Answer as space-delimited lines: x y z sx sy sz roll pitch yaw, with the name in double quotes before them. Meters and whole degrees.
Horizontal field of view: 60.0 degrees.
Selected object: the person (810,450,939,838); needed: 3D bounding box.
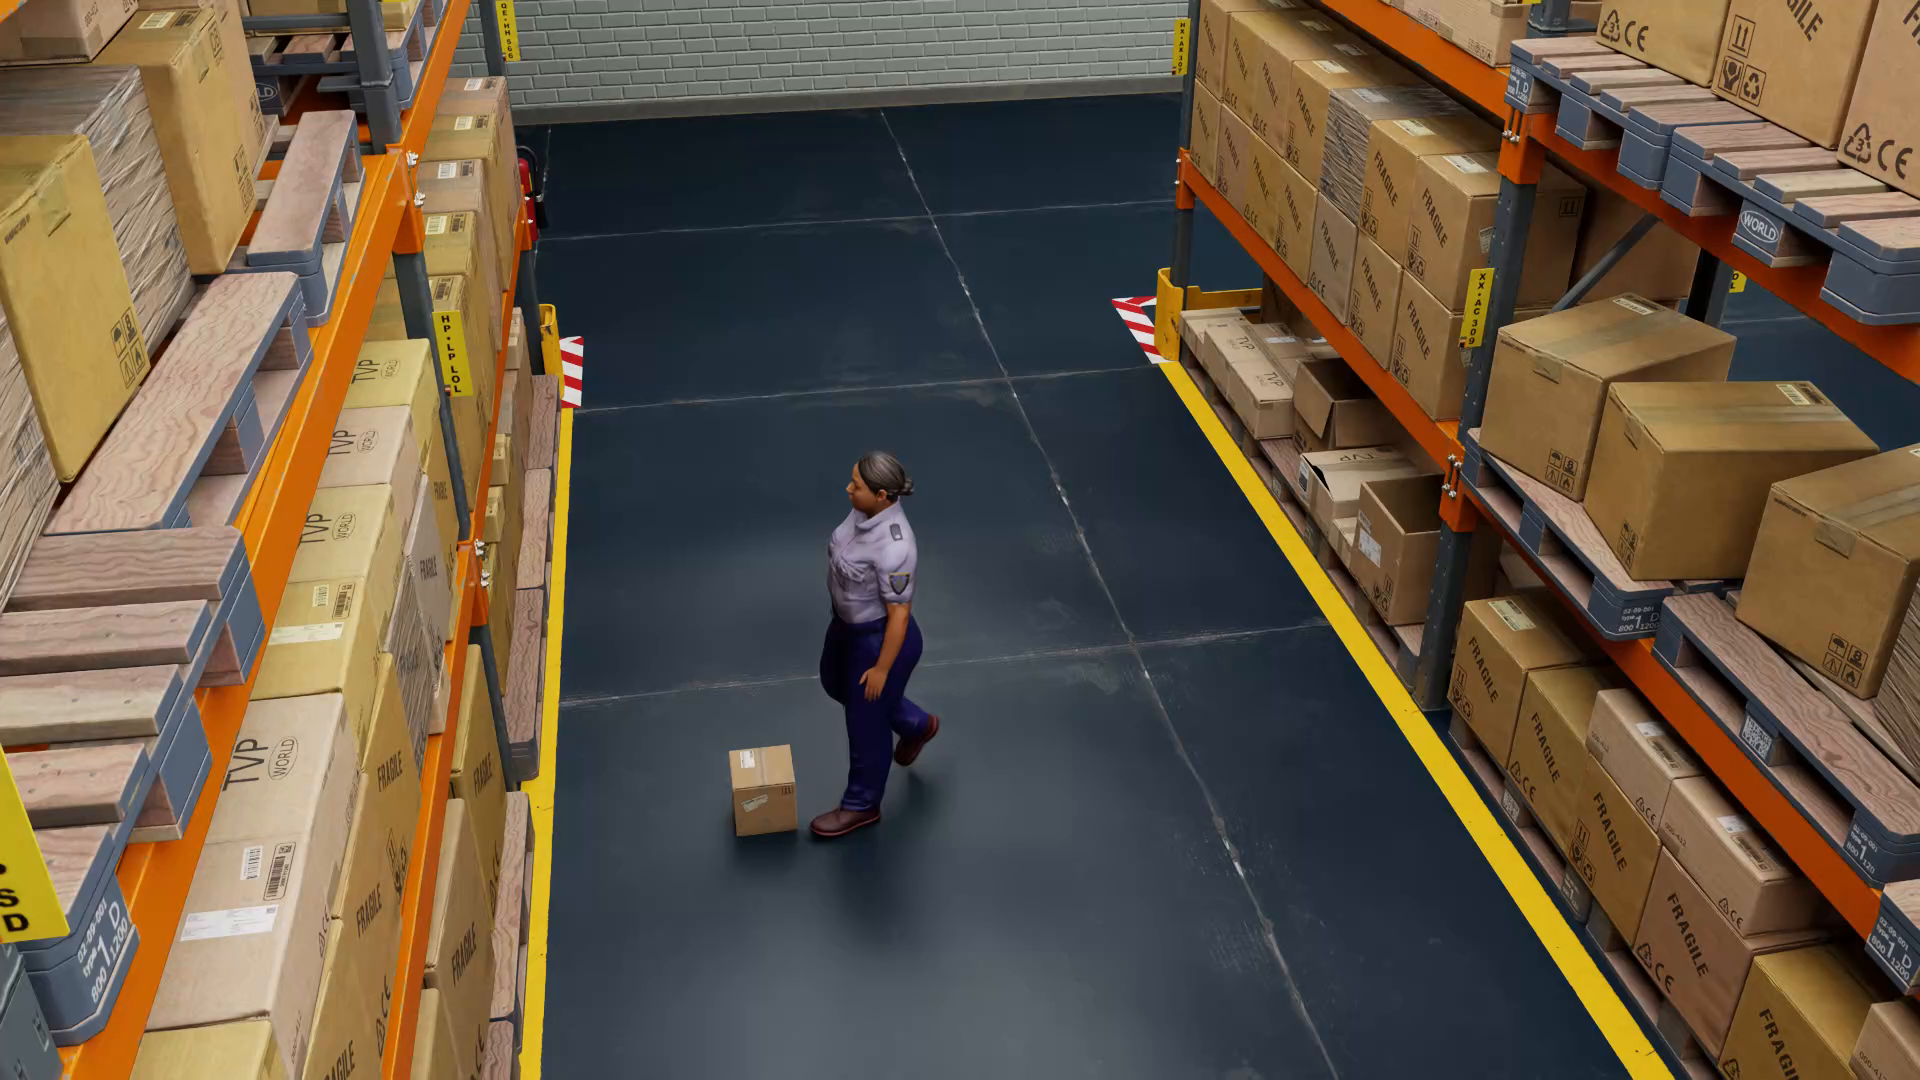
"person" -0.345 0.377 6.496 0.620 1.645 0.533 -9 32 -15
